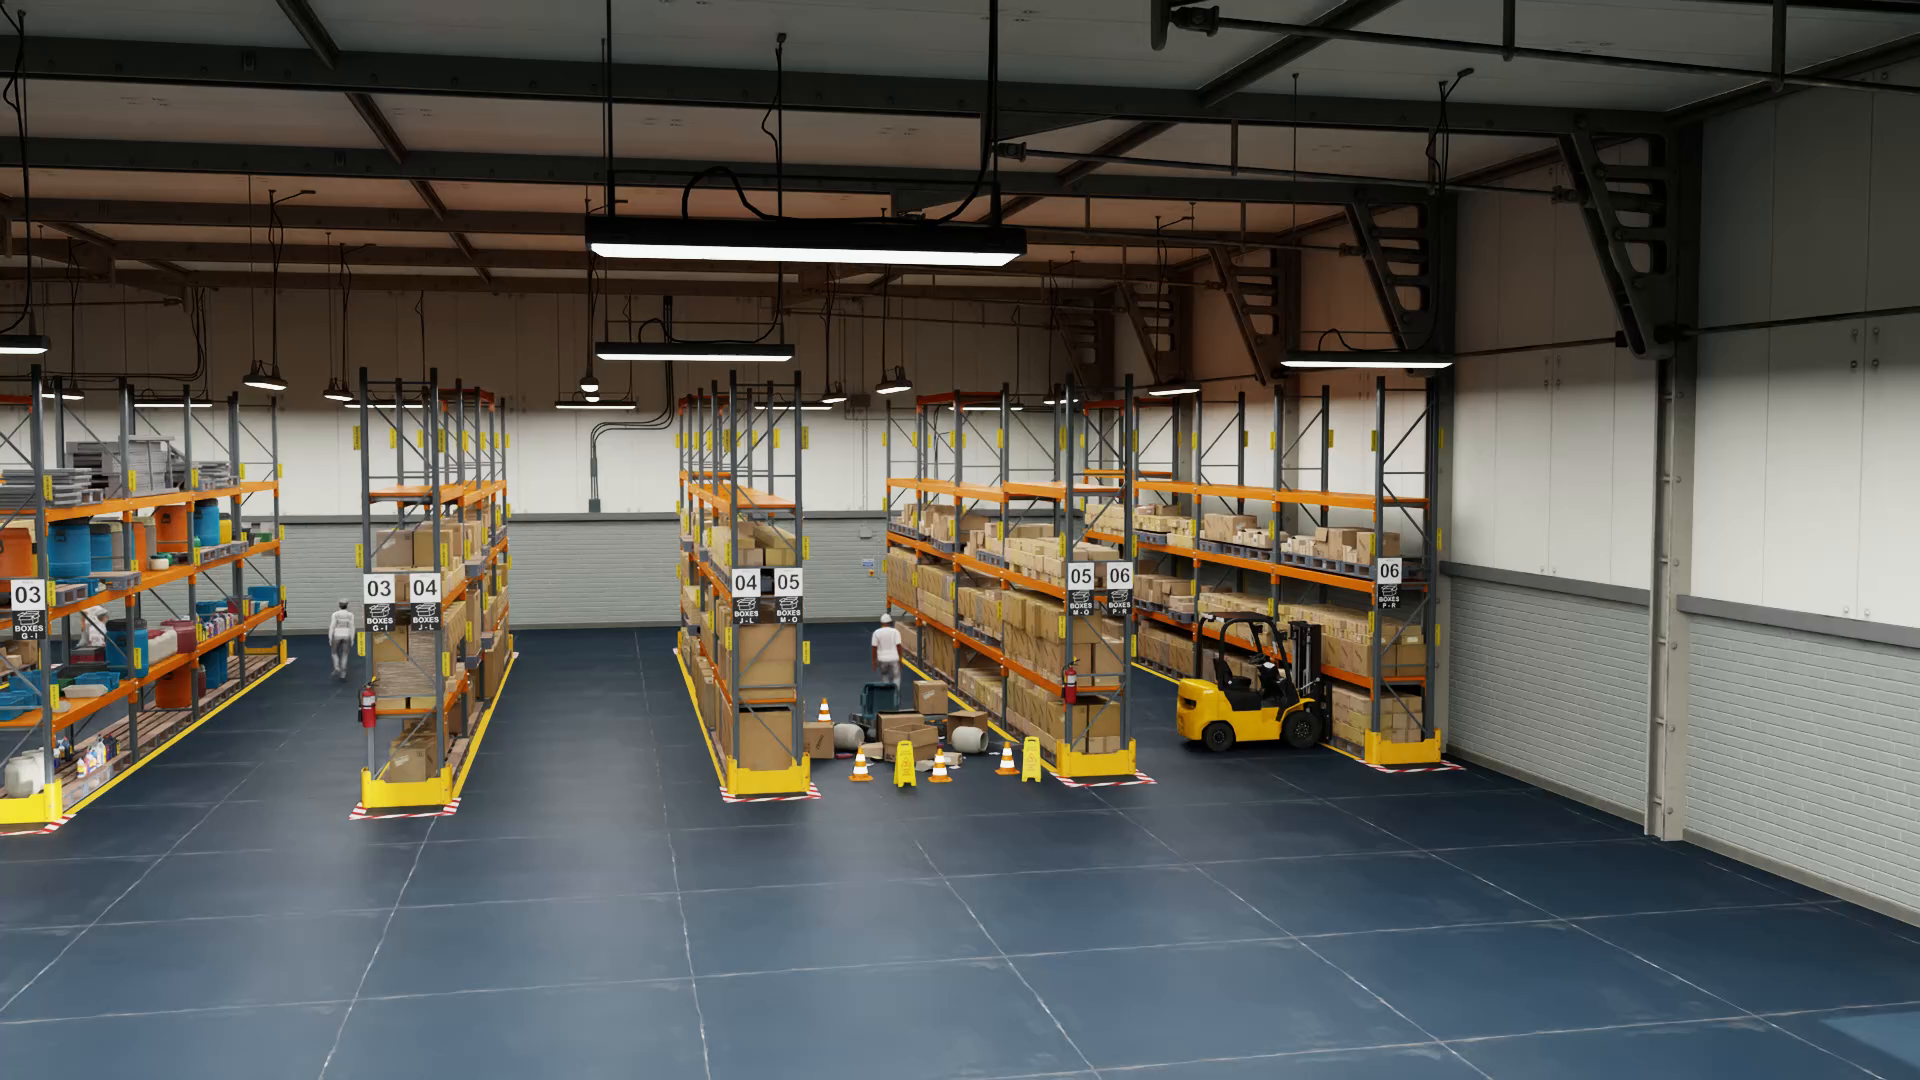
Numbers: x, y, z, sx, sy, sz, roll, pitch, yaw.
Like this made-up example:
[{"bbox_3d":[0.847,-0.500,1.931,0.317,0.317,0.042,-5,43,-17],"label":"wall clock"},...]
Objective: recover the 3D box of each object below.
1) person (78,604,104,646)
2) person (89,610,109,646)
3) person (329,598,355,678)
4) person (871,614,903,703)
[{"bbox_3d":[-19.723,1.928,37.882,0.844,1.633,0.486,-1,4,-22],"label":"person"},{"bbox_3d":[-16.392,2.217,31.832,0.599,1.740,0.551,0,3,-4],"label":"person"},{"bbox_3d":[-13.000,2.078,34.986,0.520,1.672,0.437,-1,4,-20],"label":"person"},{"bbox_3d":[-1.361,2.223,31.189,0.600,1.680,0.583,0,3,-1],"label":"person"}]
